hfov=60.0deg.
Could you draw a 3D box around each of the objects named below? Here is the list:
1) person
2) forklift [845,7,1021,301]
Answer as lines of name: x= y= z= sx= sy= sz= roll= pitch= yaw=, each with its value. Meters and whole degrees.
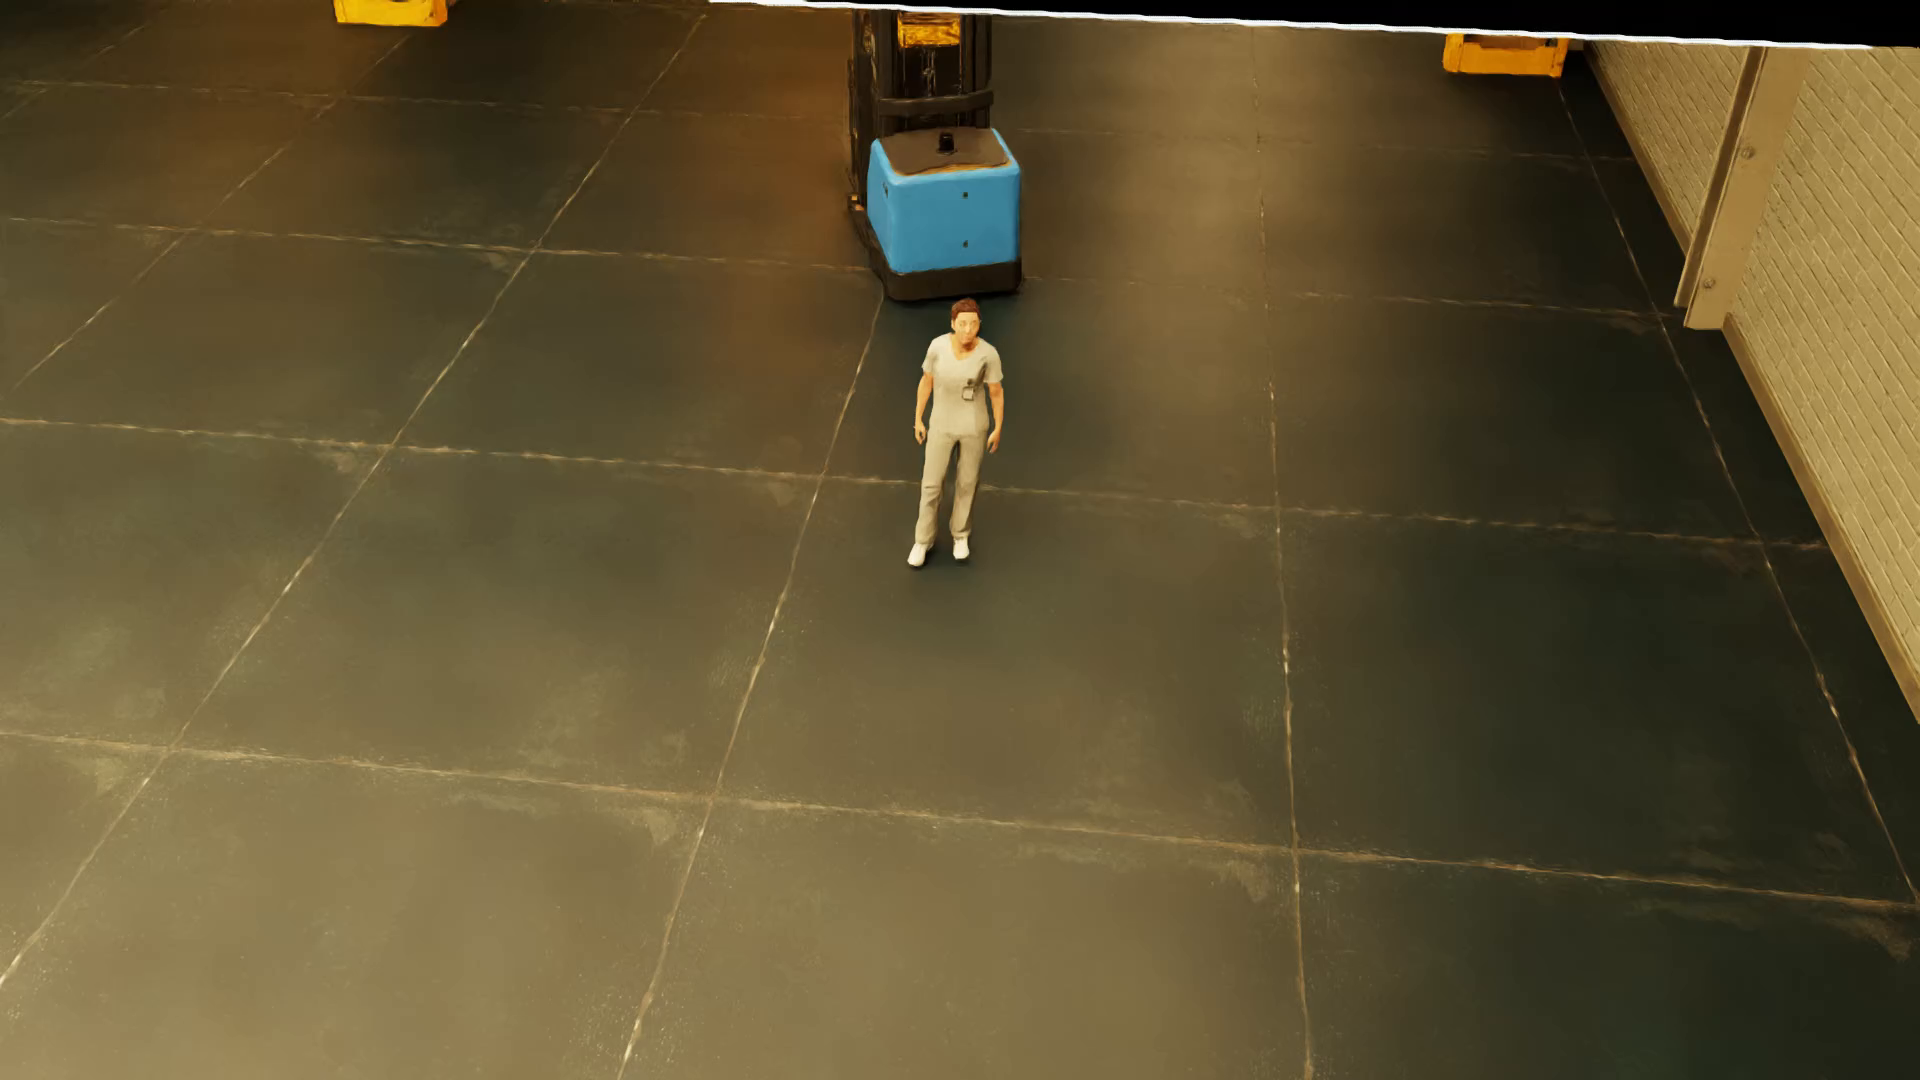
person: x=-0.022 y=-0.638 z=9.941 sx=0.550 sy=1.674 sz=0.548 roll=4 pitch=37 yaw=6
forklift: x=-0.352 y=-3.908 z=13.332 sx=1.130 sy=2.935 sz=3.031 roll=-8 pitch=37 yaw=-10
